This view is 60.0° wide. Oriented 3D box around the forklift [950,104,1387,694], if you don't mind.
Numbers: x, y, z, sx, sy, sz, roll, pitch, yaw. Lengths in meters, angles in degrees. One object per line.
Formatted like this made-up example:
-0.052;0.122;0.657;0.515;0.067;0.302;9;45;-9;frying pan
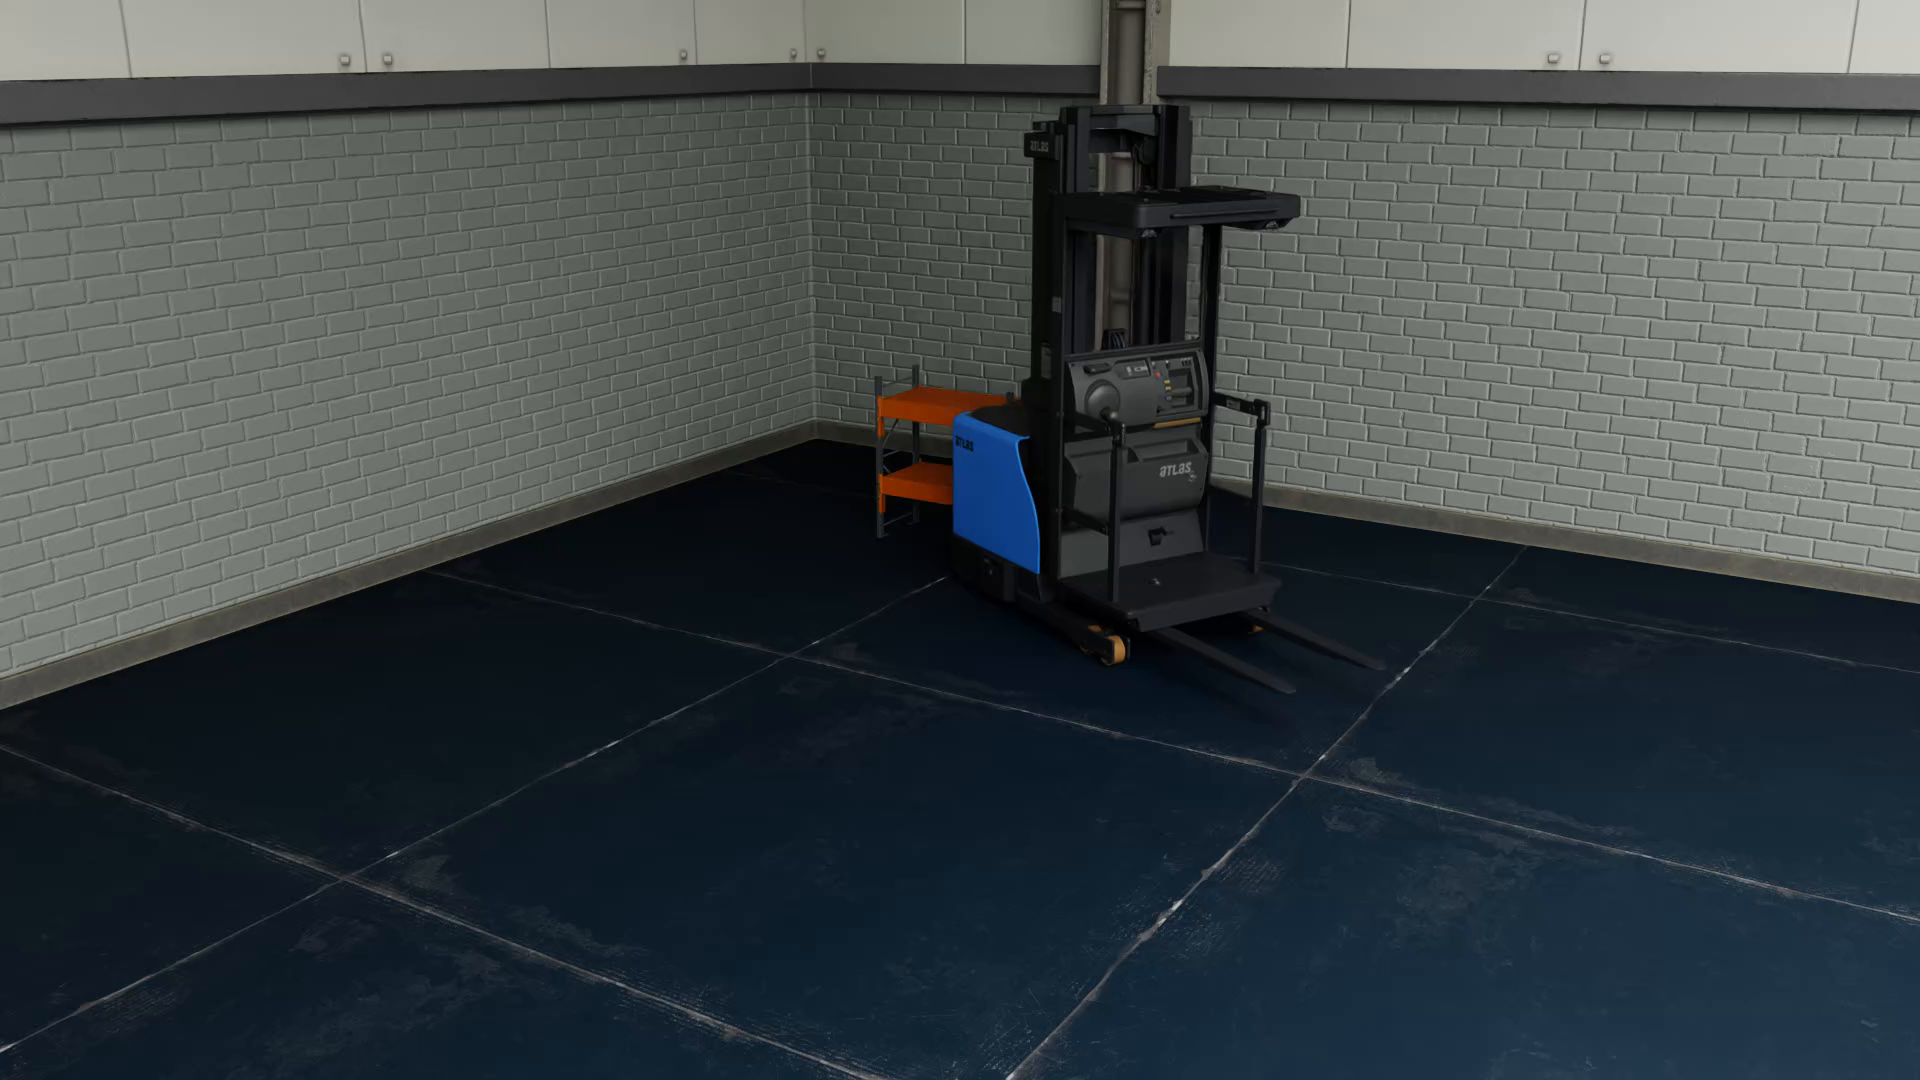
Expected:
1.121;-0.867;9.194;1.130;2.935;3.031;-10;19;-29;forklift

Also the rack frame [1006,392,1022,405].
0.439;-0.460;10.960;0.032;1.125;0.500;10;20;30;rack frame

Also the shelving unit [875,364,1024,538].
0.006;-0.537;11.214;1.048;1.125;0.538;10;20;30;shelving unit

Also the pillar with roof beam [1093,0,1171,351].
-1.017;-3.630;7.849;0.400;9.000;9.100;10;20;30;pillar with roof beam

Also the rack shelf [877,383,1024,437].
0.006;-0.817;11.129;1.000;0.278;0.538;10;20;30;rack shelf

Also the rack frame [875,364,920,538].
-0.427;-0.615;11.469;0.032;1.125;0.500;10;20;30;rack frame

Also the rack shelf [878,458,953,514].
0.006;-0.303;11.285;1.000;0.278;0.538;10;20;30;rack shelf
